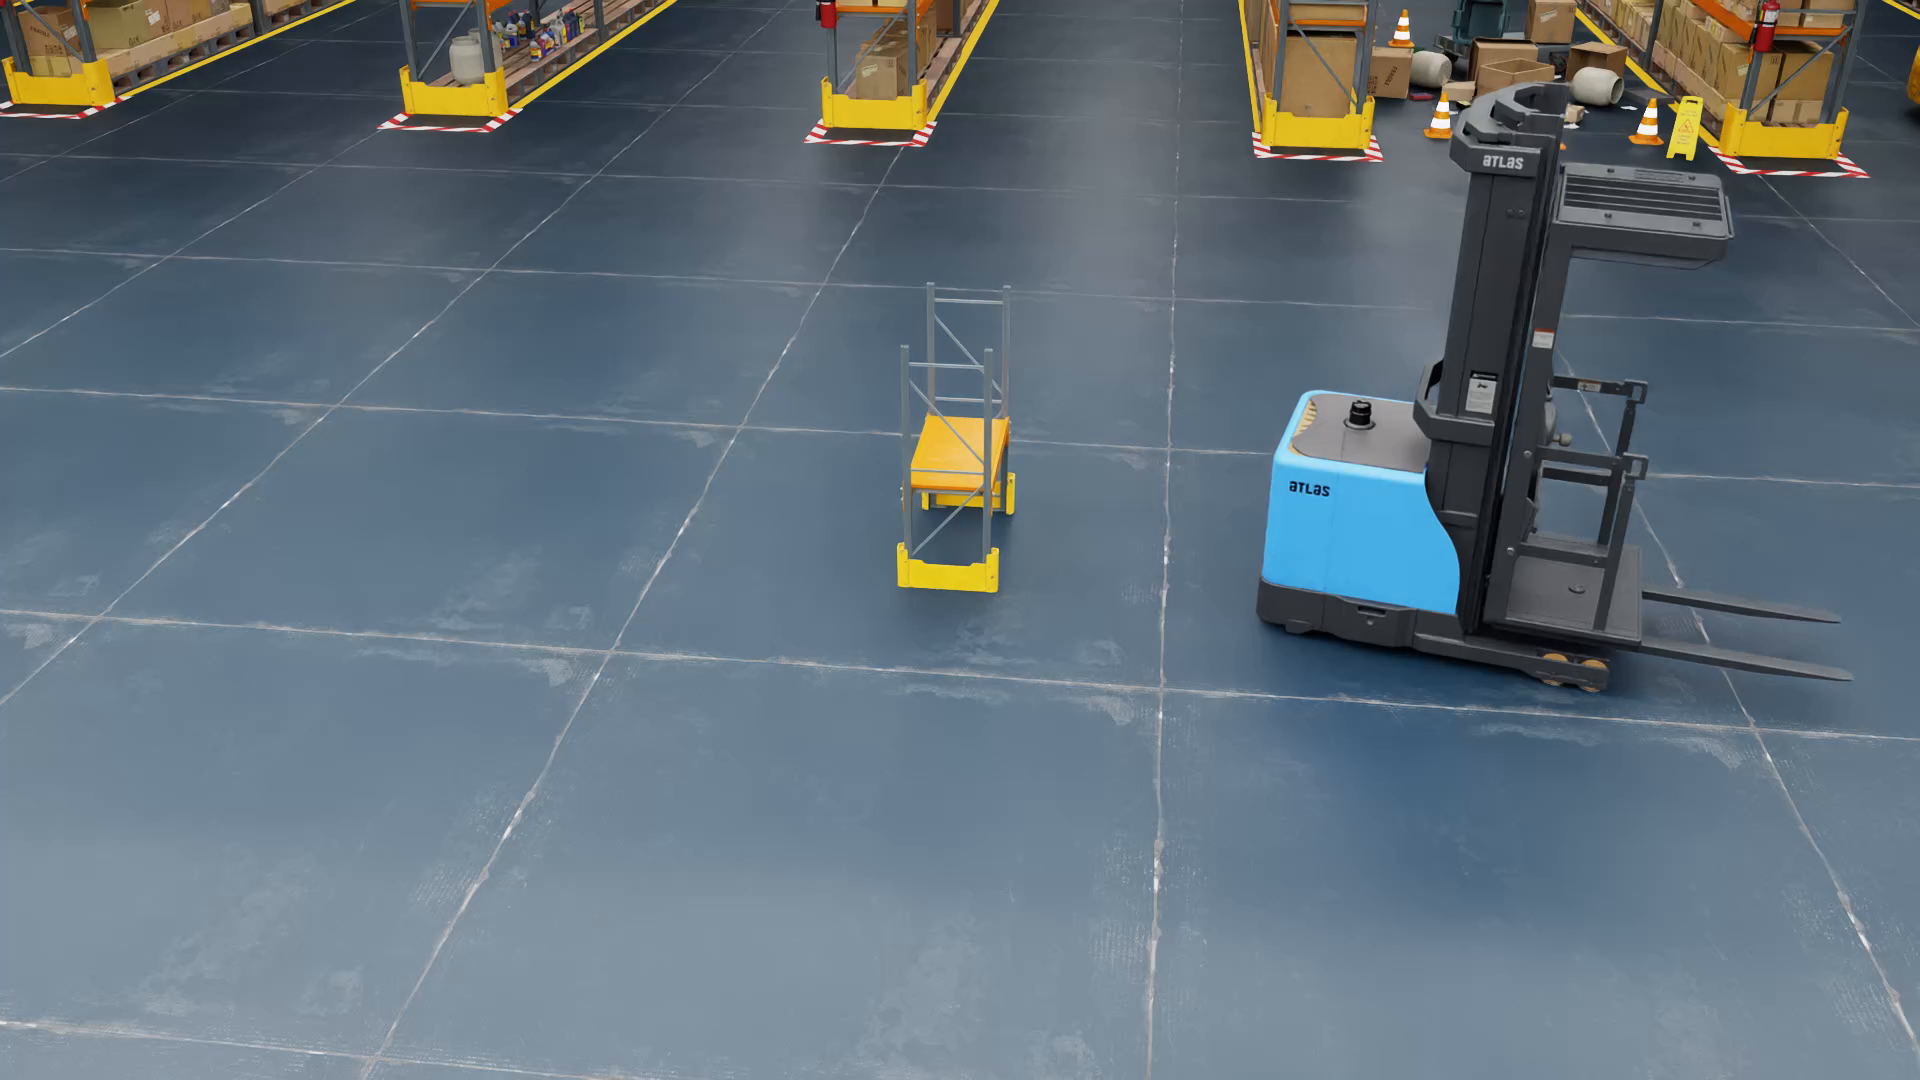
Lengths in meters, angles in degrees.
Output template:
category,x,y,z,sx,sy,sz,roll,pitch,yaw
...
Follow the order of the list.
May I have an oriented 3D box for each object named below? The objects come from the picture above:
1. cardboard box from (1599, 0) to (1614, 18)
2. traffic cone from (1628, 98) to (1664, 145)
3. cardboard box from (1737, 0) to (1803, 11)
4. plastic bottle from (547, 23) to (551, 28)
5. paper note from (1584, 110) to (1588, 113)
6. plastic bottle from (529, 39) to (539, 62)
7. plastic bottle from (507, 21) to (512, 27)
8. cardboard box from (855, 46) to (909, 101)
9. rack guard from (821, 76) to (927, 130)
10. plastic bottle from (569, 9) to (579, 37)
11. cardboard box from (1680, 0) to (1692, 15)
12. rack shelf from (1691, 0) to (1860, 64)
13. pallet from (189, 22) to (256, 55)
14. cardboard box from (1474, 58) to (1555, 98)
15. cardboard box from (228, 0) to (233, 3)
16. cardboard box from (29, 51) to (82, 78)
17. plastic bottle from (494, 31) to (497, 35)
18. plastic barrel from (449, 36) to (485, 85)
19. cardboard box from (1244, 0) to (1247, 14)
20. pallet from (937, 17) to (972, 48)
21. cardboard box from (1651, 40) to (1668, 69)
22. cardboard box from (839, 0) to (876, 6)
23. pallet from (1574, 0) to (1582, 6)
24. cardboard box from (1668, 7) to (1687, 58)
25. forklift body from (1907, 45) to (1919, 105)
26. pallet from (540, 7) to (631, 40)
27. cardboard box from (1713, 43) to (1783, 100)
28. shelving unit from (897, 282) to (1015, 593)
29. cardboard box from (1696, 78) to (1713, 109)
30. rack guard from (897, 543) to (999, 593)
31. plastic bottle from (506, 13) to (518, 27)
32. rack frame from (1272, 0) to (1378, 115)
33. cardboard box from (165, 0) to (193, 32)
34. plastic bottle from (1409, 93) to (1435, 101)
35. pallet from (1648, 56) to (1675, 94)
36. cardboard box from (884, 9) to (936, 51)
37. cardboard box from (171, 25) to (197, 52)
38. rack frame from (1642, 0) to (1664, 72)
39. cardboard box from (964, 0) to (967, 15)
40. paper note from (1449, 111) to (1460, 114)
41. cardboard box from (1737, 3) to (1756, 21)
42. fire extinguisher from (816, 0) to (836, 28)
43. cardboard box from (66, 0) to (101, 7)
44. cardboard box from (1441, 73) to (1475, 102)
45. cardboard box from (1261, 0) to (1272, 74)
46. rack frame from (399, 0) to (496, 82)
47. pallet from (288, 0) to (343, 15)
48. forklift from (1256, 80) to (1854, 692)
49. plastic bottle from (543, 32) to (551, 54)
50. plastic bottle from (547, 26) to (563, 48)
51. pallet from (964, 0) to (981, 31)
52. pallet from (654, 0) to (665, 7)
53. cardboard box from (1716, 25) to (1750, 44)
category,x,y,z,sx,sy,sz,roll,pitch,yaw
cardboard box,9.670,-7.660,23.633,0.950,0.372,0.625,3,28,5
traffic cone,7.624,-4.640,18.374,0.336,0.463,0.334,3,28,6
cardboard box,8.644,-5.926,17.668,0.500,0.500,0.500,3,28,5
plastic bottle,-5.370,-6.655,21.841,0.061,0.283,0.133,3,28,6
paper note,7.392,-5.061,19.634,0.032,0.001,0.123,3,28,6
plastic bottle,-5.368,-6.171,20.954,0.097,0.271,0.097,0,28,0
plastic bottle,-5.924,-6.702,21.941,0.097,0.271,0.097,0,28,0
cardboard box,-0.891,-5.433,19.364,0.500,0.500,0.500,9,30,16
rack guard,-0.975,-4.990,18.986,1.175,0.500,0.348,3,28,6
plastic bottle,-5.202,-6.933,22.286,0.144,0.351,0.185,3,28,5
cardboard box,8.865,-6.393,19.935,0.380,0.149,0.250,4,29,8
rack shelf,9.096,-6.104,19.176,1.077,0.370,4.000,3,28,6
pallet,-10.464,-6.916,22.865,1.003,0.211,1.213,3,28,6
cardboard box,6.554,-5.354,19.658,0.797,0.503,0.637,-17,33,-29
cardboard box,-10.562,-7.702,23.840,0.500,0.250,0.500,3,28,6
cardboard box,-11.043,-5.877,20.452,0.500,0.250,0.500,3,28,6
plastic bottle,-6.035,-6.410,21.393,0.152,0.276,0.135,3,28,5
plastic barrel,-5.895,-5.747,19.935,0.421,0.512,0.421,0,28,0
cardboard box,4.639,-7.986,23.841,1.050,0.750,0.750,4,29,7
pallet,-0.400,-7.077,23.164,1.003,0.211,1.213,3,28,6
cardboard box,9.001,-6.074,20.819,0.500,0.250,0.500,2,28,4
cardboard box,-1.154,-6.091,18.658,0.380,0.149,0.250,3,28,6
pallet,10.003,-8.384,25.590,1.003,0.211,1.213,3,28,6
cardboard box,8.947,-6.152,20.172,0.500,0.500,0.500,4,29,8
forklift body,12.200,-5.818,18.781,2.313,2.155,1.214,3,28,6
pallet,-5.352,-7.370,23.708,1.003,0.211,1.213,3,28,6
cardboard box,8.691,-5.176,18.361,0.500,0.500,0.500,4,29,7
shelving unit,-0.009,-0.624,9.828,0.587,1.500,1.083,3,28,6
cardboard box,8.755,-5.093,18.997,0.500,0.250,0.500,3,29,6
rack guard,-0.070,0.160,9.689,0.587,0.250,0.087,3,28,6
plastic bottle,-5.943,-6.809,22.055,0.144,0.351,0.185,2,28,4
rack frame,3.926,-5.719,17.704,1.000,3.000,0.127,3,28,6
cardboard box,-10.342,-6.883,21.528,0.500,0.500,0.500,3,28,6
plastic bottle,5.608,-5.378,20.169,0.283,0.061,0.133,-6,29,-11
pallet,9.294,-5.816,20.824,1.003,0.211,1.213,3,28,6
cardboard box,-0.645,-6.566,21.469,0.500,0.500,0.500,13,31,22
cardboard box,-10.343,-6.552,21.706,0.500,0.250,0.500,3,28,6
rack frame,9.341,-7.362,20.753,1.000,3.000,0.127,3,28,6
cardboard box,-0.252,-7.806,23.748,0.700,0.500,0.500,1,28,2
paper note,5.798,-5.031,19.559,0.144,0.017,0.142,14,31,24
cardboard box,8.606,-5.683,17.901,0.380,0.149,0.250,3,28,6
fire extinguisher,-1.455,-5.994,18.295,0.296,0.674,0.183,3,28,6
cardboard box,-10.937,-6.678,21.149,0.500,0.500,0.500,3,28,6
cardboard box,6.034,-5.482,20.146,0.396,0.266,0.258,8,29,15
cardboard box,4.163,-6.135,20.273,0.875,0.875,0.875,4,29,7
rack frame,-5.900,-6.343,18.861,1.000,3.000,0.127,3,28,6
pallet,-10.127,-8.213,25.272,1.003,0.211,1.213,3,28,6
forklift,3.236,-0.774,8.597,3.031,2.935,1.130,10,30,17
plastic bottle,-5.314,-6.379,21.341,0.097,0.271,0.097,0,28,0
plastic bottle,-5.289,-6.582,21.713,0.152,0.276,0.135,4,29,7
pallet,-0.253,-7.653,24.233,1.003,0.211,1.213,3,28,6
pallet,-5.053,-8.519,25.840,1.003,0.211,1.213,3,28,6
cardboard box,8.669,-5.638,18.535,0.380,0.149,0.250,4,29,8
